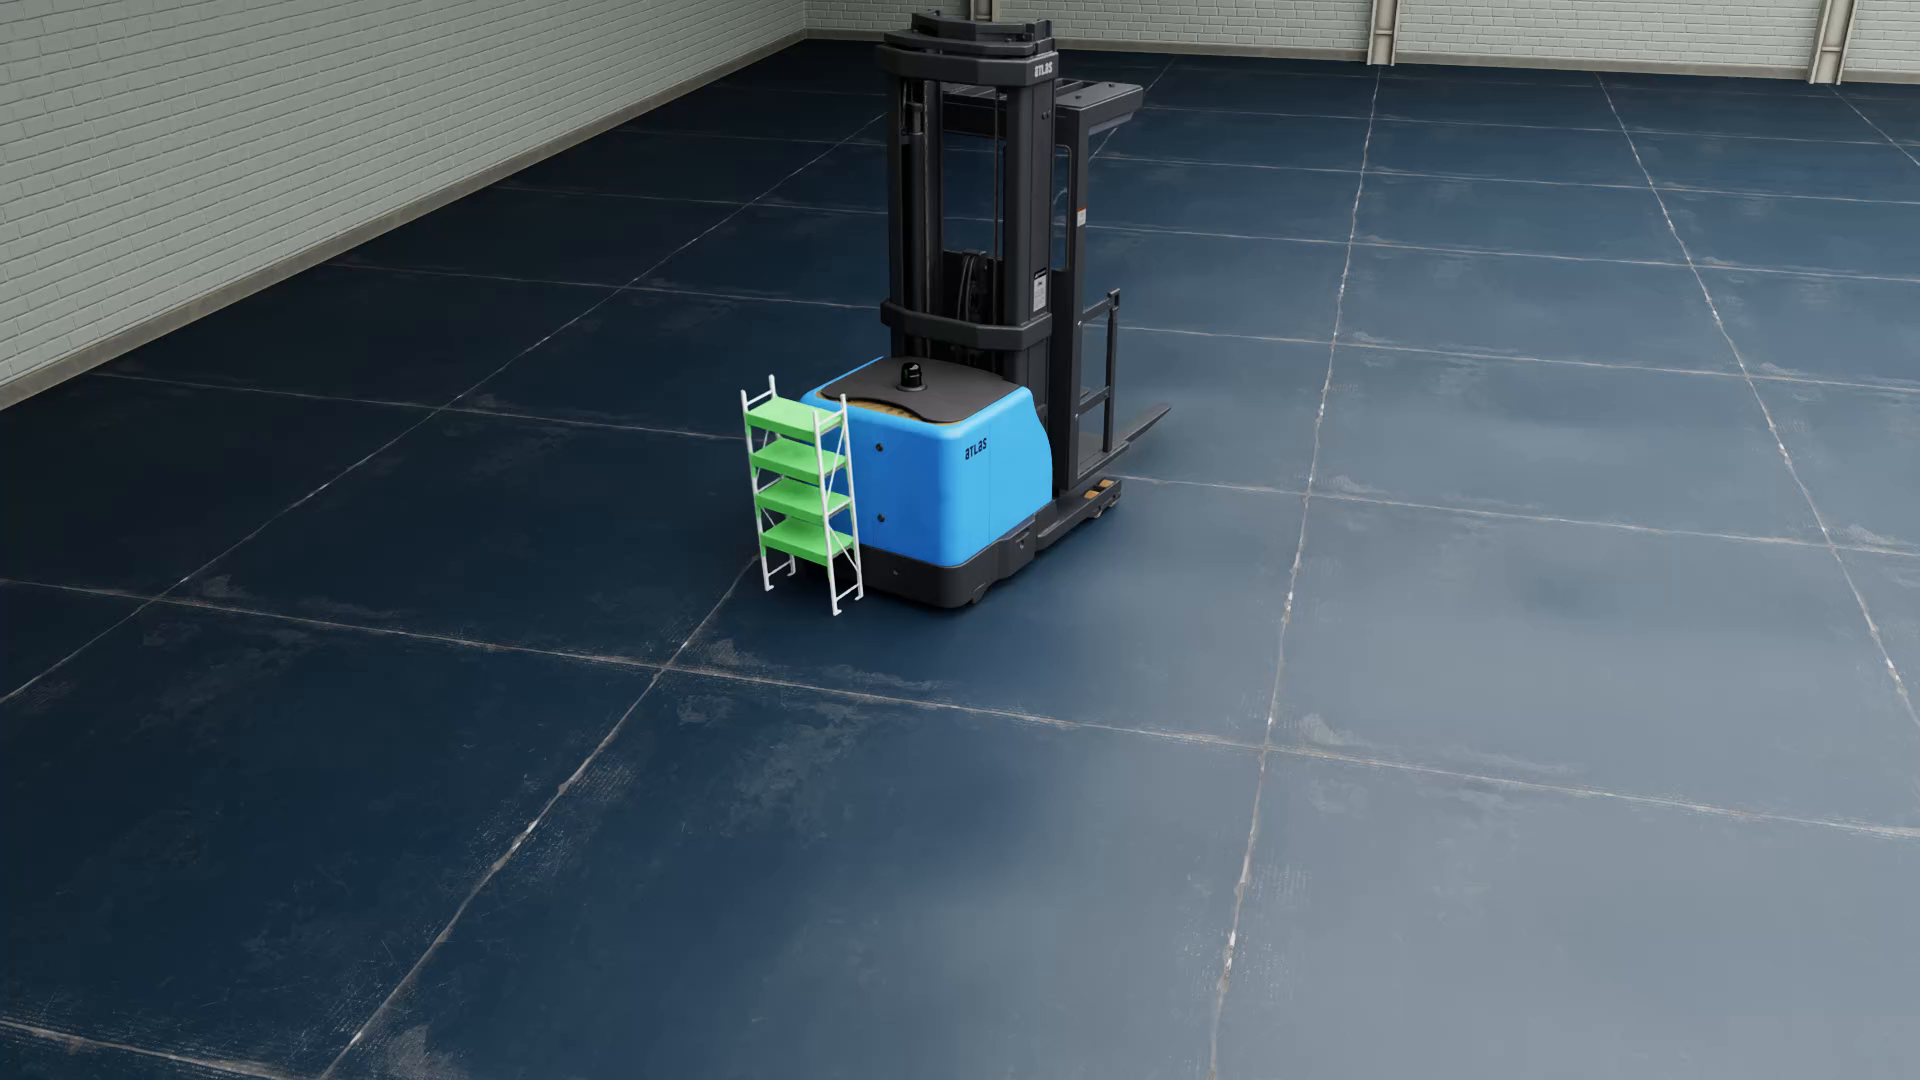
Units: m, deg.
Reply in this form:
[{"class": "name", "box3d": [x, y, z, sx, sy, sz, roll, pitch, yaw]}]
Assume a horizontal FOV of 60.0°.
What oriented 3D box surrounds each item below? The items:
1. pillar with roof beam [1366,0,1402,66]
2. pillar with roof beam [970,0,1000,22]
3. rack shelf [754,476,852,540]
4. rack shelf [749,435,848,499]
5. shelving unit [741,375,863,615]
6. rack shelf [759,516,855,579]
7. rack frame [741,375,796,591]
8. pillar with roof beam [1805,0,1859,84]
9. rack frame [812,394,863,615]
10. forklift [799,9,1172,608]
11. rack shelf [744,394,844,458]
[{"class": "pillar with roof beam", "box3d": [5.123, -9.290, 18.794, 0.400, 9.000, 9.100, 6, 26, 13]}, {"class": "pillar with roof beam", "box3d": [-0.688, -9.932, 20.143, 0.400, 9.000, 9.100, 6, 26, 13]}, {"class": "rack shelf", "box3d": [-0.827, -0.176, 8.850, 0.480, 0.148, 0.258, 17, 35, 32]}, {"class": "rack shelf", "box3d": [-0.838, -0.386, 8.733, 0.480, 0.148, 0.258, 17, 35, 32]}, {"class": "shelving unit", "box3d": [-0.830, -0.232, 8.819, 0.503, 1.200, 0.258, 17, 35, 32]}, {"class": "rack shelf", "box3d": [-0.815, 0.033, 8.967, 0.480, 0.148, 0.258, 17, 35, 32]}, {"class": "rack frame", "box3d": [-1.027, -0.294, 8.949, 0.015, 1.200, 0.240, 17, 35, 32]}, {"class": "pillar with roof beam", "box3d": [10.934, -8.647, 17.444, 0.400, 9.000, 9.100, 6, 26, 13]}, {"class": "rack frame", "box3d": [-0.633, -0.170, 8.689, 0.015, 1.200, 0.240, 17, 35, 32]}, {"class": "forklift", "box3d": [0.331, -1.551, 9.598, 1.130, 2.935, 3.031, 15, 29, 29]}, {"class": "rack shelf", "box3d": [-0.850, -0.595, 8.616, 0.480, 0.148, 0.258, 17, 35, 32]}]
